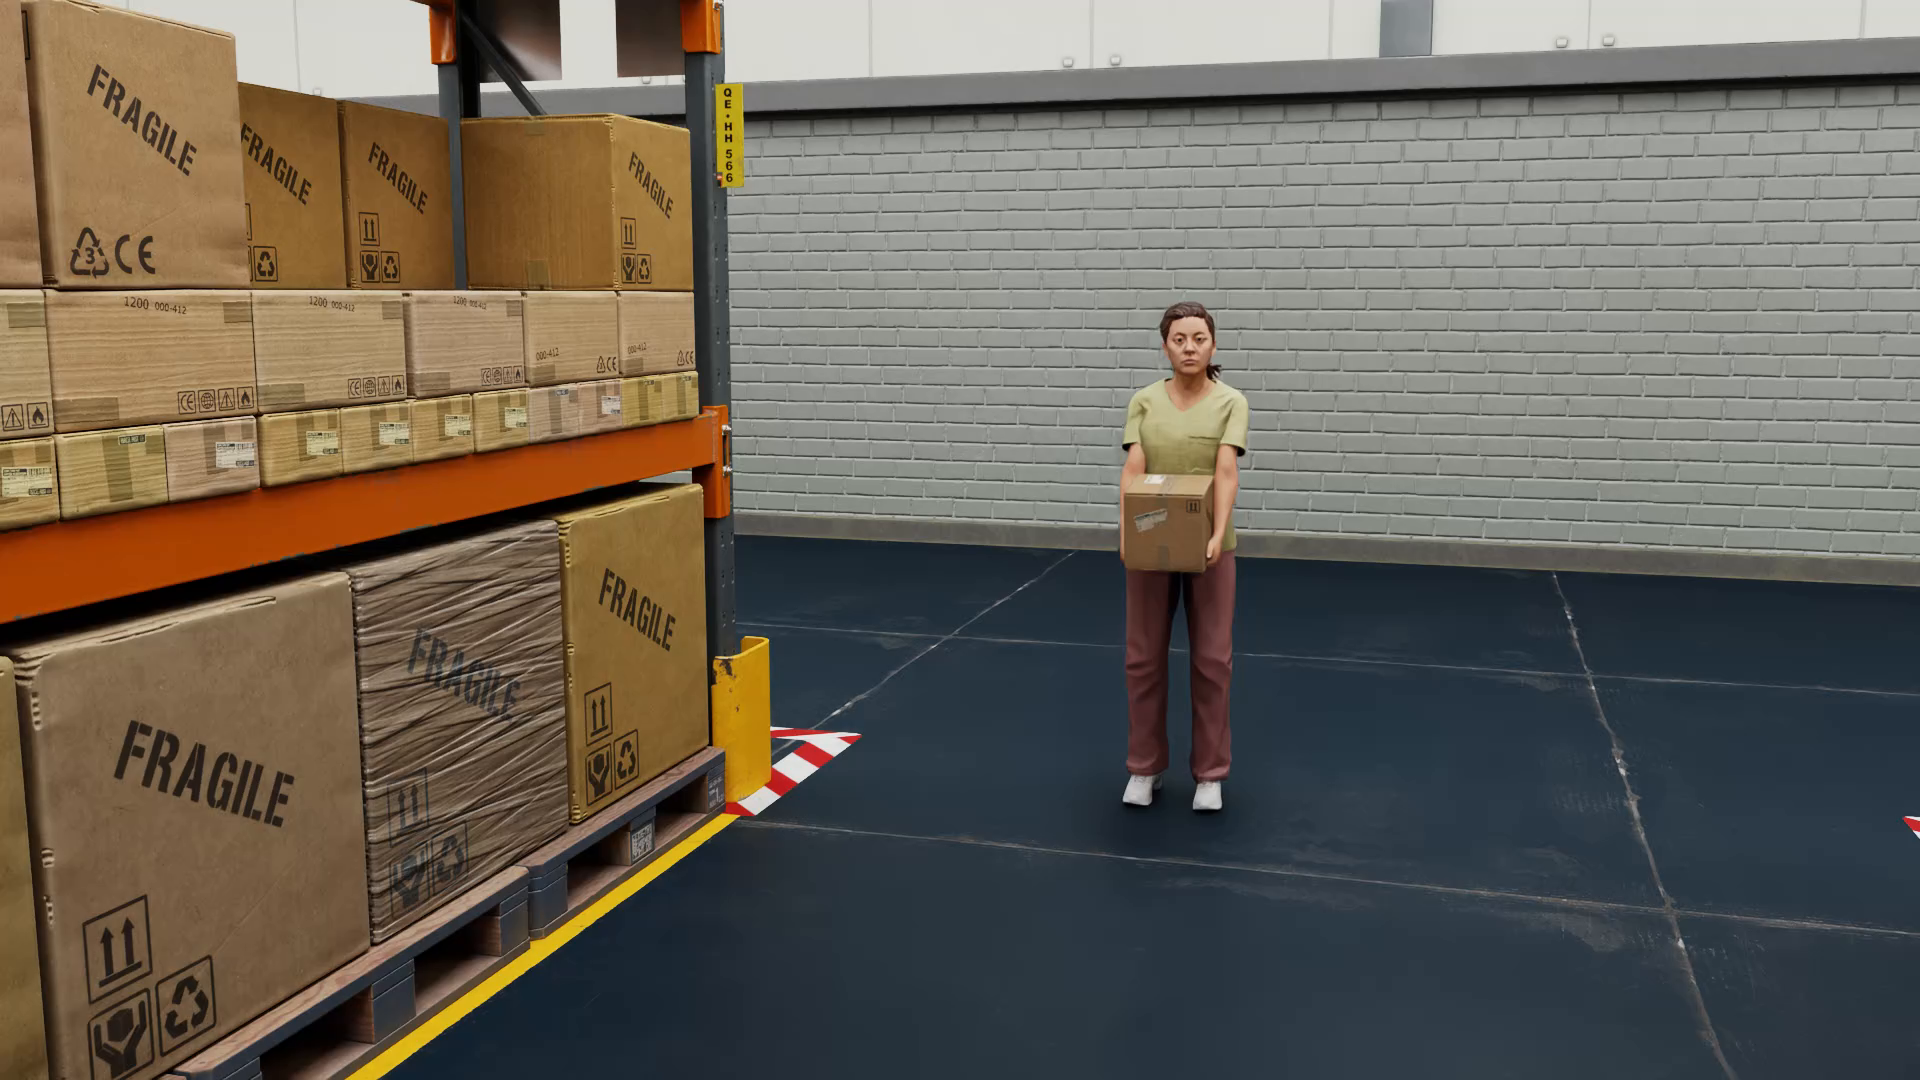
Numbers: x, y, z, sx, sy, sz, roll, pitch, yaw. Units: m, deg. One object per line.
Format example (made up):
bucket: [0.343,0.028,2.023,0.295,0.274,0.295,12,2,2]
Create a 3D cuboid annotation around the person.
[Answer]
person: [0.720,0.065,5.450,0.406,1.666,0.514,2,9,15]
